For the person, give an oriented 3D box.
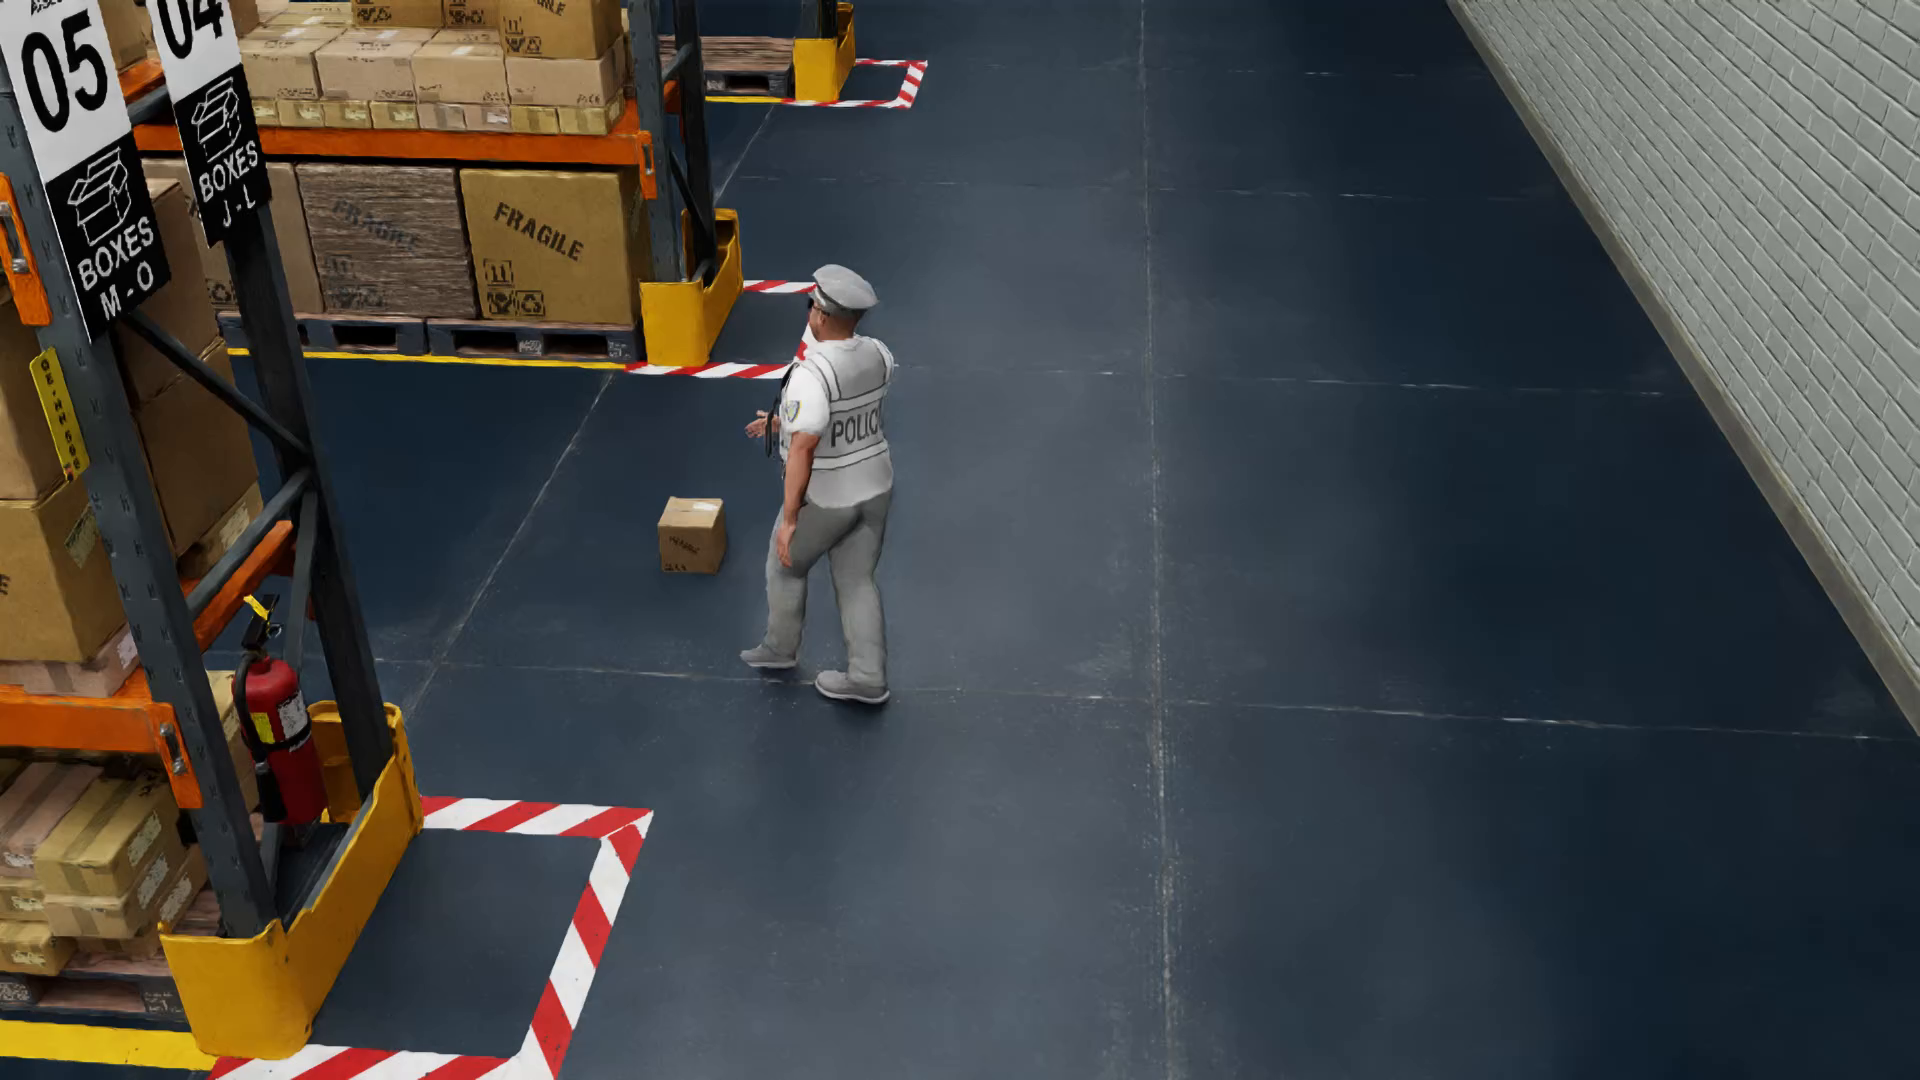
[{"bbox_3d":[-0.576,-0.174,6.489,0.784,1.793,0.733,28,41,37],"label":"person"}]
